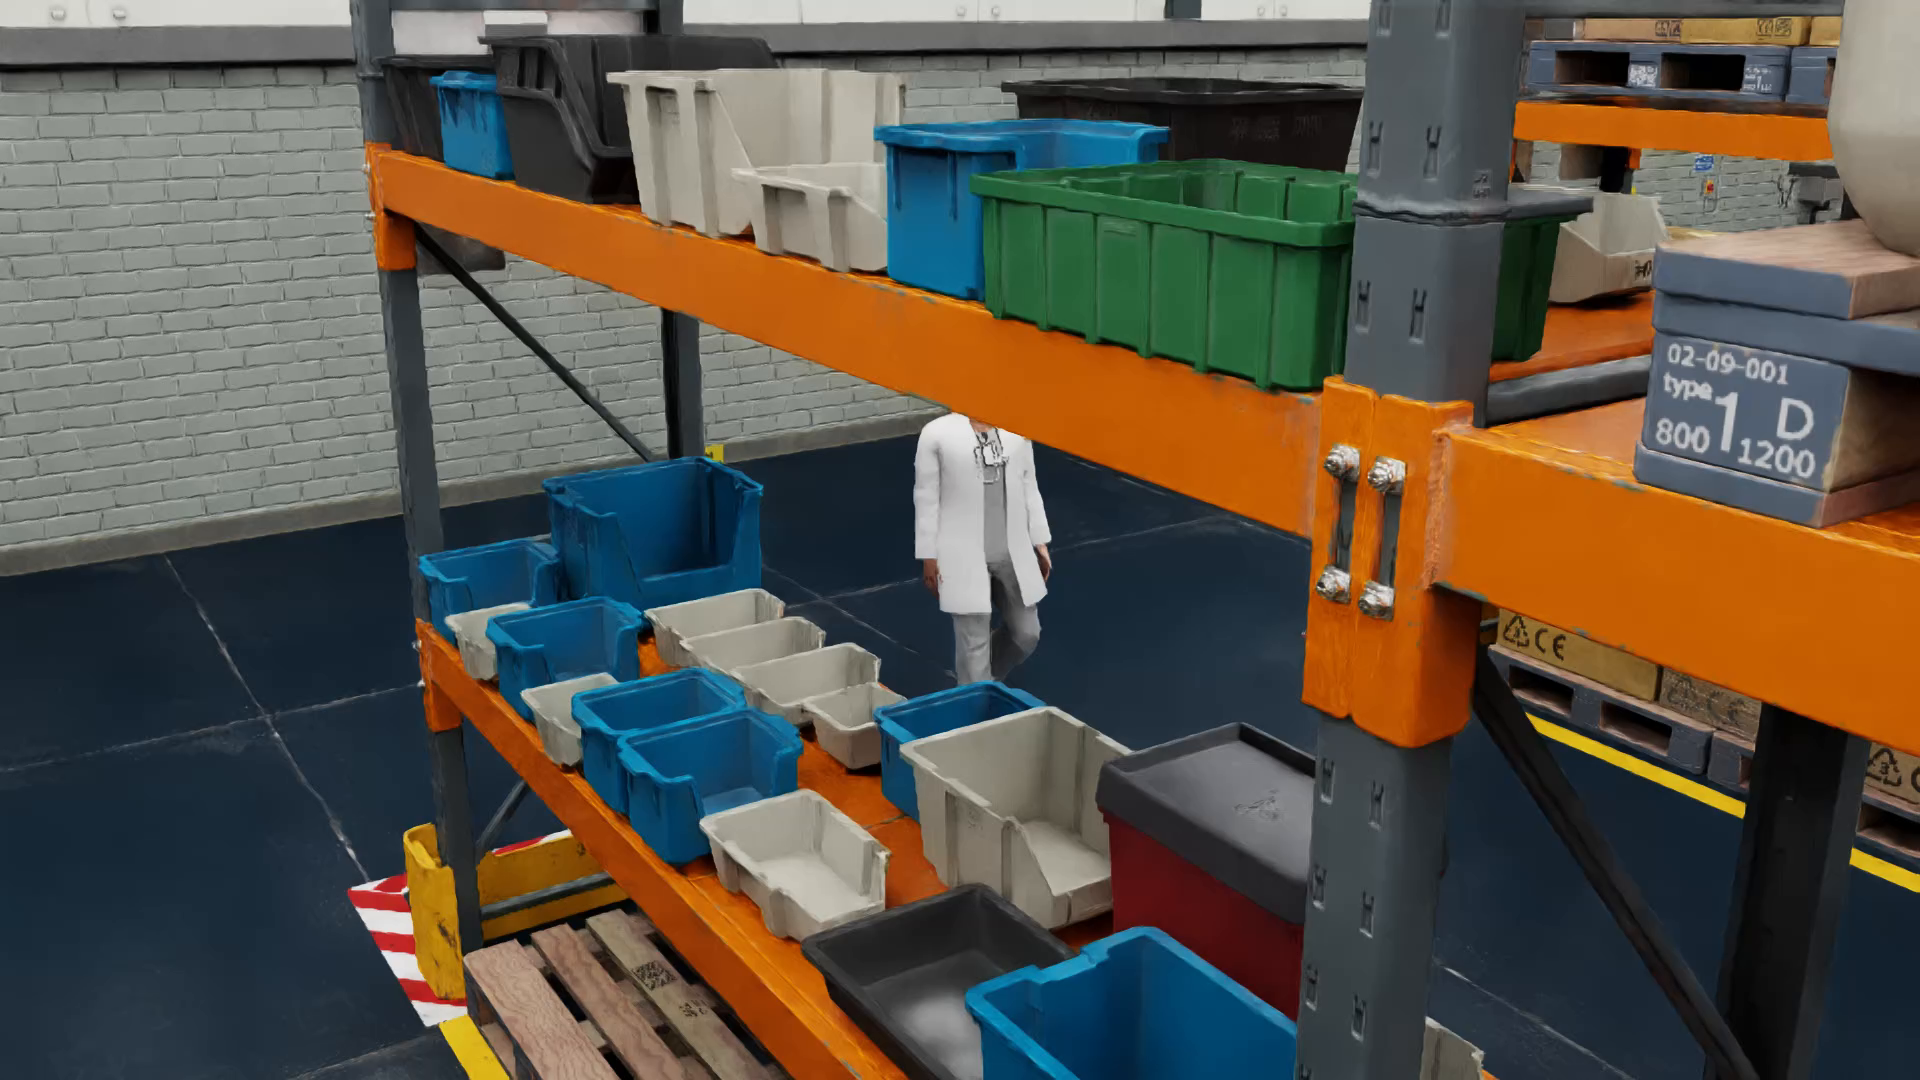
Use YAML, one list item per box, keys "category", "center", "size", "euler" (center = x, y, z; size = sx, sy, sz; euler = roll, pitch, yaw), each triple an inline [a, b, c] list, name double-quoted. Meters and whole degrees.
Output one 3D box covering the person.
- category: "person"
  center: [0.116, 0.062, 7.373]
  size: [0.629, 1.772, 0.740]
  euler: [-7, 19, -22]
